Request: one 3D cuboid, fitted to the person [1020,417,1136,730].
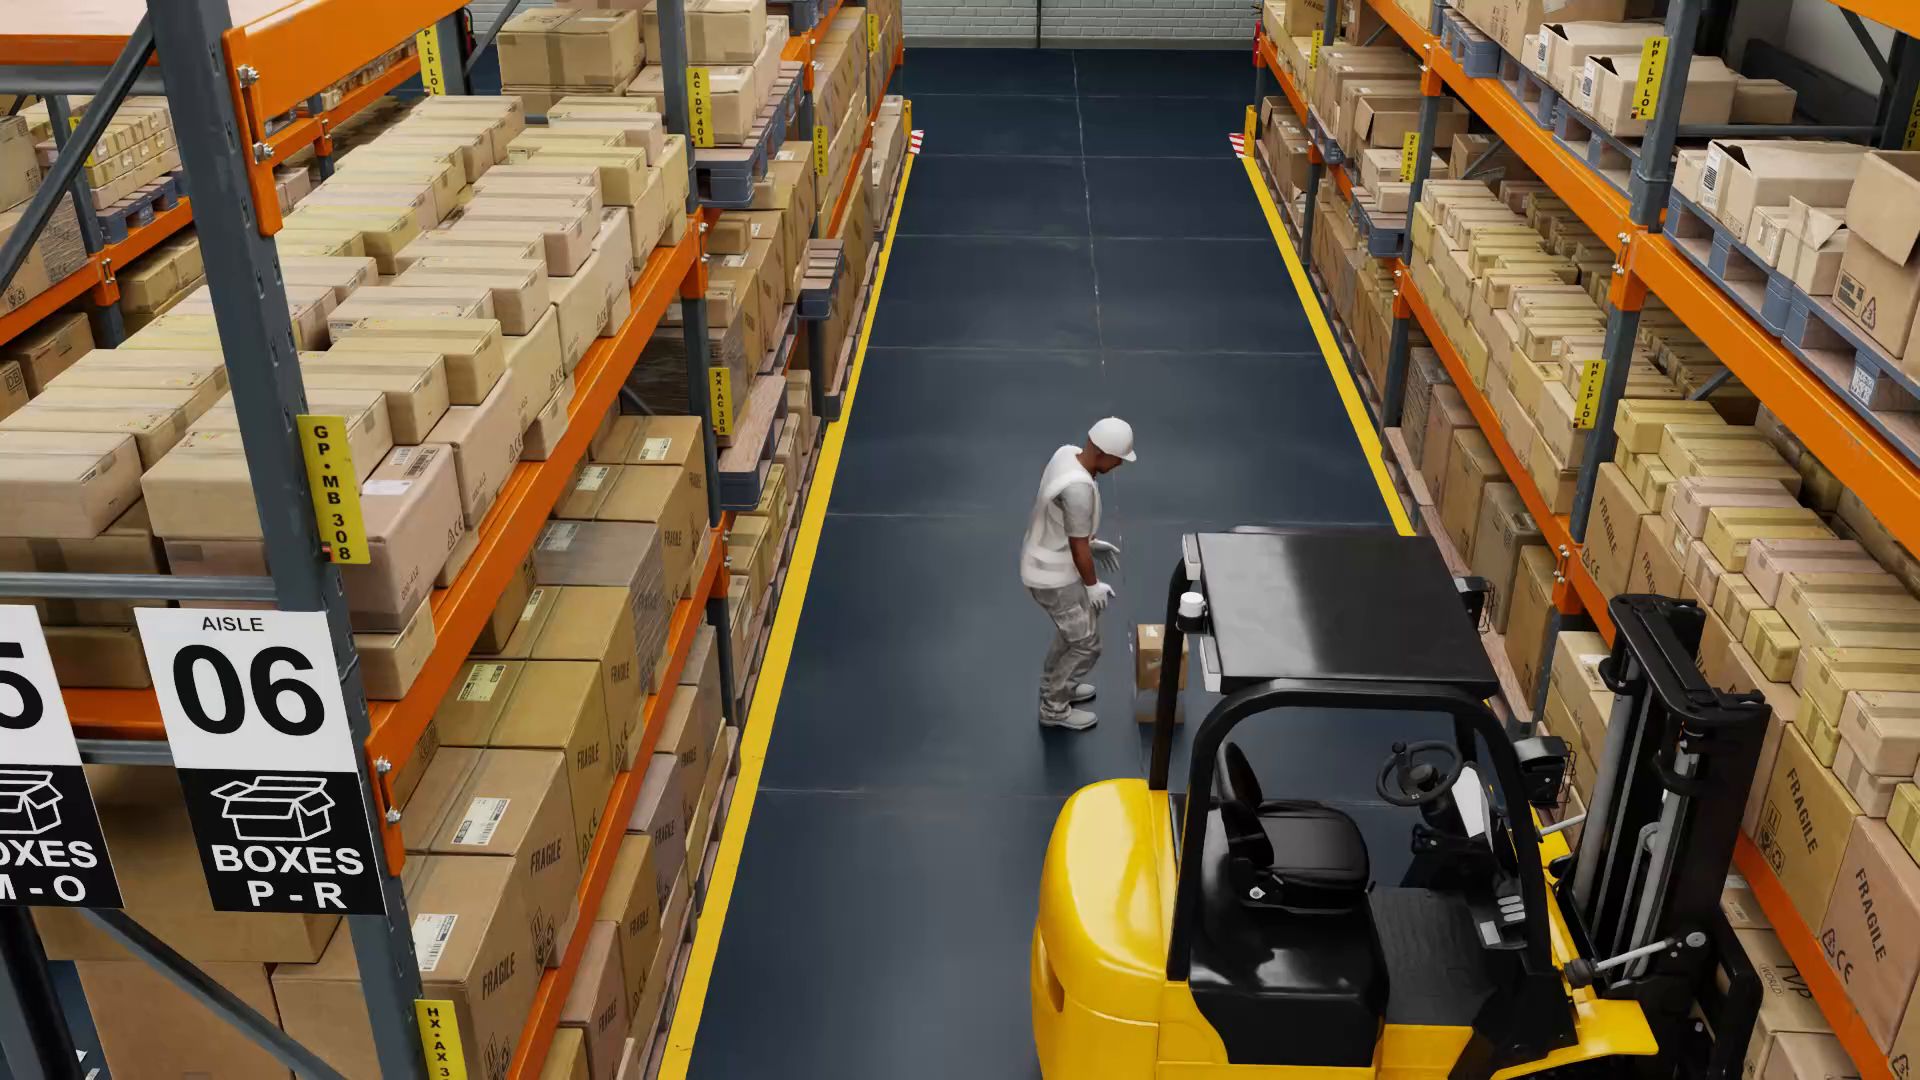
[{"bbox_3d":[0.584,0.143,8.458,0.561,1.663,0.591,2,28,3],"label":"person"}]
